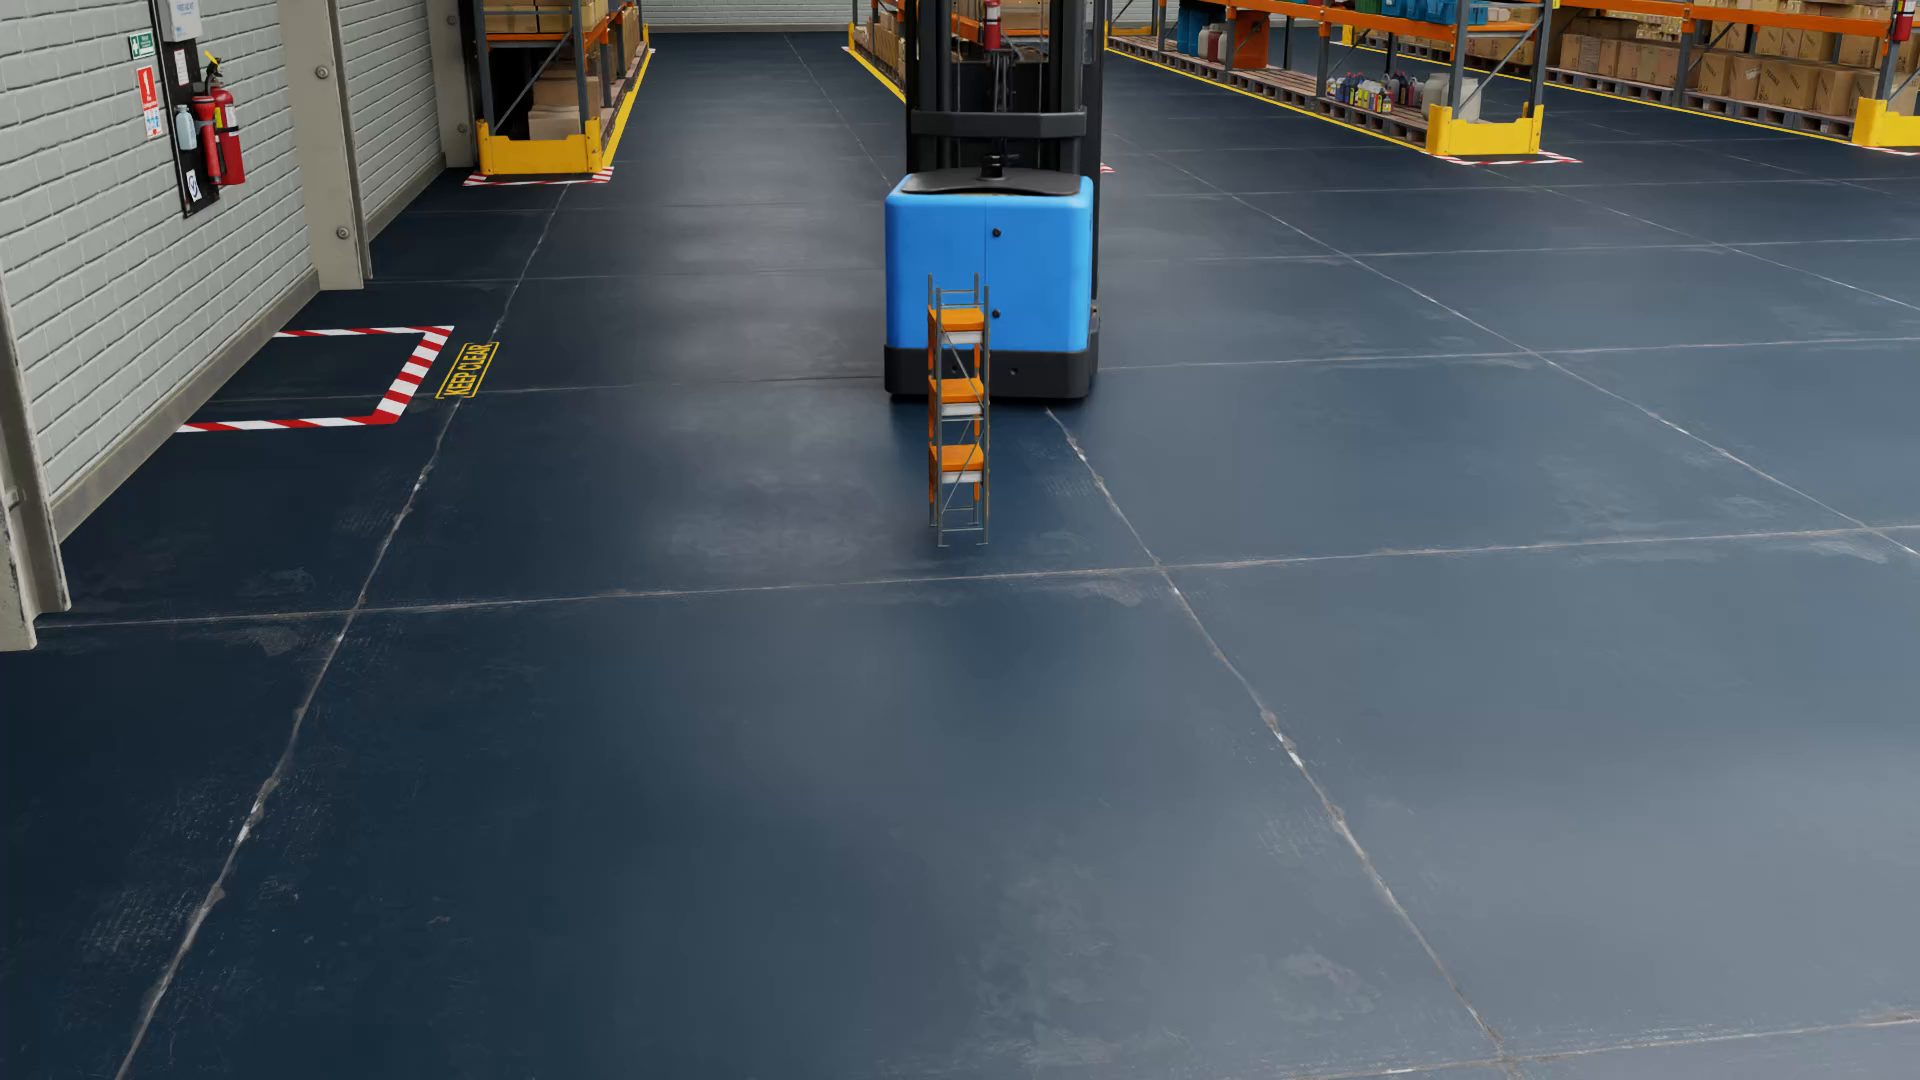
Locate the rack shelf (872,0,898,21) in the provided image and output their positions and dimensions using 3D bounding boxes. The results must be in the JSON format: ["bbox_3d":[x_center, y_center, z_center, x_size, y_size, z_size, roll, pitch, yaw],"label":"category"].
[{"bbox_3d":[-0.682,-8.423,26.008,1.077,0.370,4.000,-3,21,-8],"label":"rack shelf"}]

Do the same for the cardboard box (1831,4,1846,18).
[{"bbox_3d":[10.174,-6.024,18.917,0.380,0.149,0.250,-3,21,-8],"label":"cardboard box"}]

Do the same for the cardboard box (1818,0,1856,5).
[{"bbox_3d":[10.320,-6.341,18.838,0.875,0.500,0.500,-3,21,-8],"label":"cardboard box"}]

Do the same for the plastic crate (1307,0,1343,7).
[{"bbox_3d":[4.713,-7.113,21.382,0.402,0.464,0.583,-3,21,-8],"label":"plastic crate"}]

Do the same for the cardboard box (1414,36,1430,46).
[{"bbox_3d":[8.817,-9.384,29.991,0.875,0.875,0.875,-3,21,-8],"label":"cardboard box"}]

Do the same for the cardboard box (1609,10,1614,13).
[{"bbox_3d":[13.077,-10.402,32.905,0.380,0.149,0.250,-3,21,-7],"label":"cardboard box"}]

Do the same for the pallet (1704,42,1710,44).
[{"bbox_3d":[13.624,-9.090,30.752,1.003,0.211,1.213,-3,21,-8],"label":"pallet"}]

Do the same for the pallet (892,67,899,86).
[{"bbox_3d":[-0.464,-7.021,25.213,1.003,0.211,1.213,-3,21,-8],"label":"pallet"}]

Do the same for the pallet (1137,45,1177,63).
[{"bbox_3d":[3.788,-8.647,29.566,1.003,0.211,1.213,-3,21,-8],"label":"pallet"}]

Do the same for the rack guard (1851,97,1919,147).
[{"bbox_3d":[10.552,-4.651,18.454,1.175,0.500,0.348,-3,21,-8],"label":"rack guard"}]

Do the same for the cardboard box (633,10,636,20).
[{"bbox_3d":[-5.822,-9.103,28.847,0.380,0.149,0.250,-4,21,-9],"label":"cardboard box"}]

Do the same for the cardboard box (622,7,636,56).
[{"bbox_3d":[-5.649,-8.172,26.781,0.750,0.750,0.750,-3,21,-7],"label":"cardboard box"}]

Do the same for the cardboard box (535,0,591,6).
[{"bbox_3d":[-3.913,-5.517,16.314,0.500,0.500,0.500,-3,21,-8],"label":"cardboard box"}]

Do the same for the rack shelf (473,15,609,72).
[{"bbox_3d":[-4.430,-5.402,17.919,1.077,0.370,4.000,-3,21,-8],"label":"rack shelf"}]

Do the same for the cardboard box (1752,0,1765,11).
[{"bbox_3d":[9.924,-6.542,20.303,0.380,0.149,0.250,-3,21,-8],"label":"cardboard box"}]

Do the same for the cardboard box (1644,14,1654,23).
[{"bbox_3d":[13.186,-9.863,31.461,0.380,0.149,0.250,-4,21,-10],"label":"cardboard box"}]

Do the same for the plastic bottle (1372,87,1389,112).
[{"bbox_3d":[4.954,-5.178,19.558,0.152,0.276,0.135,-3,21,-7],"label":"plastic bottle"}]

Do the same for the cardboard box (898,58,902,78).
[{"bbox_3d":[-0.609,-6.780,23.910,0.500,0.250,0.500,-3,21,-8],"label":"cardboard box"}]

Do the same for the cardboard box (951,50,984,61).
[{"bbox_3d":[0.158,-5.247,18.734,0.500,0.500,0.500,-3,21,-8],"label":"cardboard box"}]

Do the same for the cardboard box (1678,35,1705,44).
[{"bbox_3d":[13.362,-9.145,30.389,0.380,0.149,0.250,-3,21,-7],"label":"cardboard box"}]

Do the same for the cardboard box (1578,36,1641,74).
[{"bbox_3d":[9.619,-7.178,24.592,0.700,0.500,0.500,-5,21,-12],"label":"cardboard box"}]

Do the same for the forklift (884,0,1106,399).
[{"bbox_3d":[0.267,-2.564,9.392,1.130,2.935,3.031,2,21,5],"label":"forklift"}]

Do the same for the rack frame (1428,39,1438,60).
[{"bbox_3d":[8.833,-9.950,29.070,1.000,3.000,0.127,-3,21,-8],"label":"rack frame"}]

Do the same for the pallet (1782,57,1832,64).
[{"bbox_3d":[14.221,-7.745,27.151,1.003,0.211,1.213,-3,21,-8],"label":"pallet"}]

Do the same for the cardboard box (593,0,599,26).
[{"bbox_3d":[-4.054,-5.526,17.410,0.500,0.250,0.500,-3,21,-9],"label":"cardboard box"}]

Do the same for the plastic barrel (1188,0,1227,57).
[{"bbox_3d":[4.096,-8.480,27.532,0.600,0.901,0.708,-3,21,-8],"label":"plastic barrel"}]

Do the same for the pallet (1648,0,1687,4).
[{"bbox_3d":[10.020,-7.363,22.416,1.003,0.211,1.213,-3,21,-8],"label":"pallet"}]

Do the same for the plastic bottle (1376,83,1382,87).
[{"bbox_3d":[5.022,-5.364,20.055,0.152,0.276,0.135,-3,21,-8],"label":"plastic bottle"}]

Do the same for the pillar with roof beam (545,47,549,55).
[{"bbox_3d":[-2.568,-12.427,27.127,9.100,9.000,0.400,-3,21,-8],"label":"pillar with roof beam"}]

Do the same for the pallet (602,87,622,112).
[{"bbox_3d":[-5.011,-5.818,21.990,1.003,0.211,1.213,-3,21,-8],"label":"pallet"}]

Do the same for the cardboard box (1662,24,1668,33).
[{"bbox_3d":[13.349,-9.536,31.010,0.380,0.149,0.250,-3,21,-7],"label":"cardboard box"}]

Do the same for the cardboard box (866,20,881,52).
[{"bbox_3d":[-1.333,-8.670,28.586,0.500,0.500,0.500,-3,21,-8],"label":"cardboard box"}]

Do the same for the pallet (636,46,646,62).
[{"bbox_3d":[-6.083,-8.585,29.400,1.003,0.211,1.213,-3,21,-8],"label":"pallet"}]

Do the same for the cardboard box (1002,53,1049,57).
[{"bbox_3d":[0.744,-5.100,18.341,0.500,0.500,0.500,-3,21,-8],"label":"cardboard box"}]

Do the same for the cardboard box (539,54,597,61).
[{"bbox_3d":[-4.965,-5.897,21.160,0.700,0.500,0.500,-3,21,-9],"label":"cardboard box"}]

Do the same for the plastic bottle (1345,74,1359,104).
[{"bbox_3d":[4.818,-5.530,20.393,0.144,0.351,0.185,-4,21,-10],"label":"plastic bottle"}]

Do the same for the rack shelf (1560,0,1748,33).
[{"bbox_3d":[9.698,-7.536,23.634,1.077,0.370,4.000,-3,21,-8],"label":"rack shelf"}]

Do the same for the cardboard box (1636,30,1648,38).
[{"bbox_3d":[13.174,-9.679,31.819,0.380,0.149,0.250,-3,21,-8],"label":"cardboard box"}]

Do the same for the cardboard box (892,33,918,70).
[{"bbox_3d":[-0.761,-7.414,25.224,0.500,0.500,0.500,-2,21,-6],"label":"cardboard box"}]

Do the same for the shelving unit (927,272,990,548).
[{"bbox_3d":[-0.008,-0.510,6.582,0.215,1.050,0.252,-3,21,-8],"label":"shelving unit"}]

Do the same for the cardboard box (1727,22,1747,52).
[{"bbox_3d":[13.678,-8.739,28.799,0.500,0.500,0.500,-2,21,-5],"label":"cardboard box"}]

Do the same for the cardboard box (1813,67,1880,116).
[{"bbox_3d":[10.370,-5.244,19.441,0.500,0.500,0.500,2,21,6],"label":"cardboard box"}]

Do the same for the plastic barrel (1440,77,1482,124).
[{"bbox_3d":[5.491,-4.801,18.239,0.421,0.512,0.421,0,20,0],"label":"plastic barrel"}]

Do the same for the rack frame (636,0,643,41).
[{"bbox_3d":[-6.448,-10.586,30.772,1.000,3.000,0.127,-3,21,-8],"label":"rack frame"}]

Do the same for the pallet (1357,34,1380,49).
[{"bbox_3d":[8.449,-9.756,32.536,1.003,0.211,1.213,-3,21,-8],"label":"pallet"}]

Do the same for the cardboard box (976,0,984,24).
[{"bbox_3d":[0.559,-5.860,17.976,0.700,0.500,0.500,-3,21,-7],"label":"cardboard box"}]

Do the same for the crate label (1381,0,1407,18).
[{"bbox_3d":[5.129,-6.186,18.941,0.502,0.435,0.616,-3,21,-8],"label":"crate label"}]

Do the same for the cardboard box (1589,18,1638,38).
[{"bbox_3d":[9.623,-7.538,24.484,0.500,0.250,0.500,-1,20,-2],"label":"cardboard box"}]

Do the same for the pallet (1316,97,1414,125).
[{"bbox_3d":[5.141,-5.390,20.845,1.003,0.211,1.213,-3,21,-8],"label":"pallet"}]

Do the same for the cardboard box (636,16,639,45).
[{"bbox_3d":[-6.176,-9.201,30.036,0.700,0.500,0.500,-3,21,-8],"label":"cardboard box"}]

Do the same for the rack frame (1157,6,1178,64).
[{"bbox_3d":[3.932,-9.701,28.401,1.000,3.000,0.127,-3,21,-8],"label":"rack frame"}]

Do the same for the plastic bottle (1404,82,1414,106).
[{"bbox_3d":[5.452,-5.416,20.182,0.061,0.283,0.133,-3,21,-8],"label":"plastic bottle"}]
